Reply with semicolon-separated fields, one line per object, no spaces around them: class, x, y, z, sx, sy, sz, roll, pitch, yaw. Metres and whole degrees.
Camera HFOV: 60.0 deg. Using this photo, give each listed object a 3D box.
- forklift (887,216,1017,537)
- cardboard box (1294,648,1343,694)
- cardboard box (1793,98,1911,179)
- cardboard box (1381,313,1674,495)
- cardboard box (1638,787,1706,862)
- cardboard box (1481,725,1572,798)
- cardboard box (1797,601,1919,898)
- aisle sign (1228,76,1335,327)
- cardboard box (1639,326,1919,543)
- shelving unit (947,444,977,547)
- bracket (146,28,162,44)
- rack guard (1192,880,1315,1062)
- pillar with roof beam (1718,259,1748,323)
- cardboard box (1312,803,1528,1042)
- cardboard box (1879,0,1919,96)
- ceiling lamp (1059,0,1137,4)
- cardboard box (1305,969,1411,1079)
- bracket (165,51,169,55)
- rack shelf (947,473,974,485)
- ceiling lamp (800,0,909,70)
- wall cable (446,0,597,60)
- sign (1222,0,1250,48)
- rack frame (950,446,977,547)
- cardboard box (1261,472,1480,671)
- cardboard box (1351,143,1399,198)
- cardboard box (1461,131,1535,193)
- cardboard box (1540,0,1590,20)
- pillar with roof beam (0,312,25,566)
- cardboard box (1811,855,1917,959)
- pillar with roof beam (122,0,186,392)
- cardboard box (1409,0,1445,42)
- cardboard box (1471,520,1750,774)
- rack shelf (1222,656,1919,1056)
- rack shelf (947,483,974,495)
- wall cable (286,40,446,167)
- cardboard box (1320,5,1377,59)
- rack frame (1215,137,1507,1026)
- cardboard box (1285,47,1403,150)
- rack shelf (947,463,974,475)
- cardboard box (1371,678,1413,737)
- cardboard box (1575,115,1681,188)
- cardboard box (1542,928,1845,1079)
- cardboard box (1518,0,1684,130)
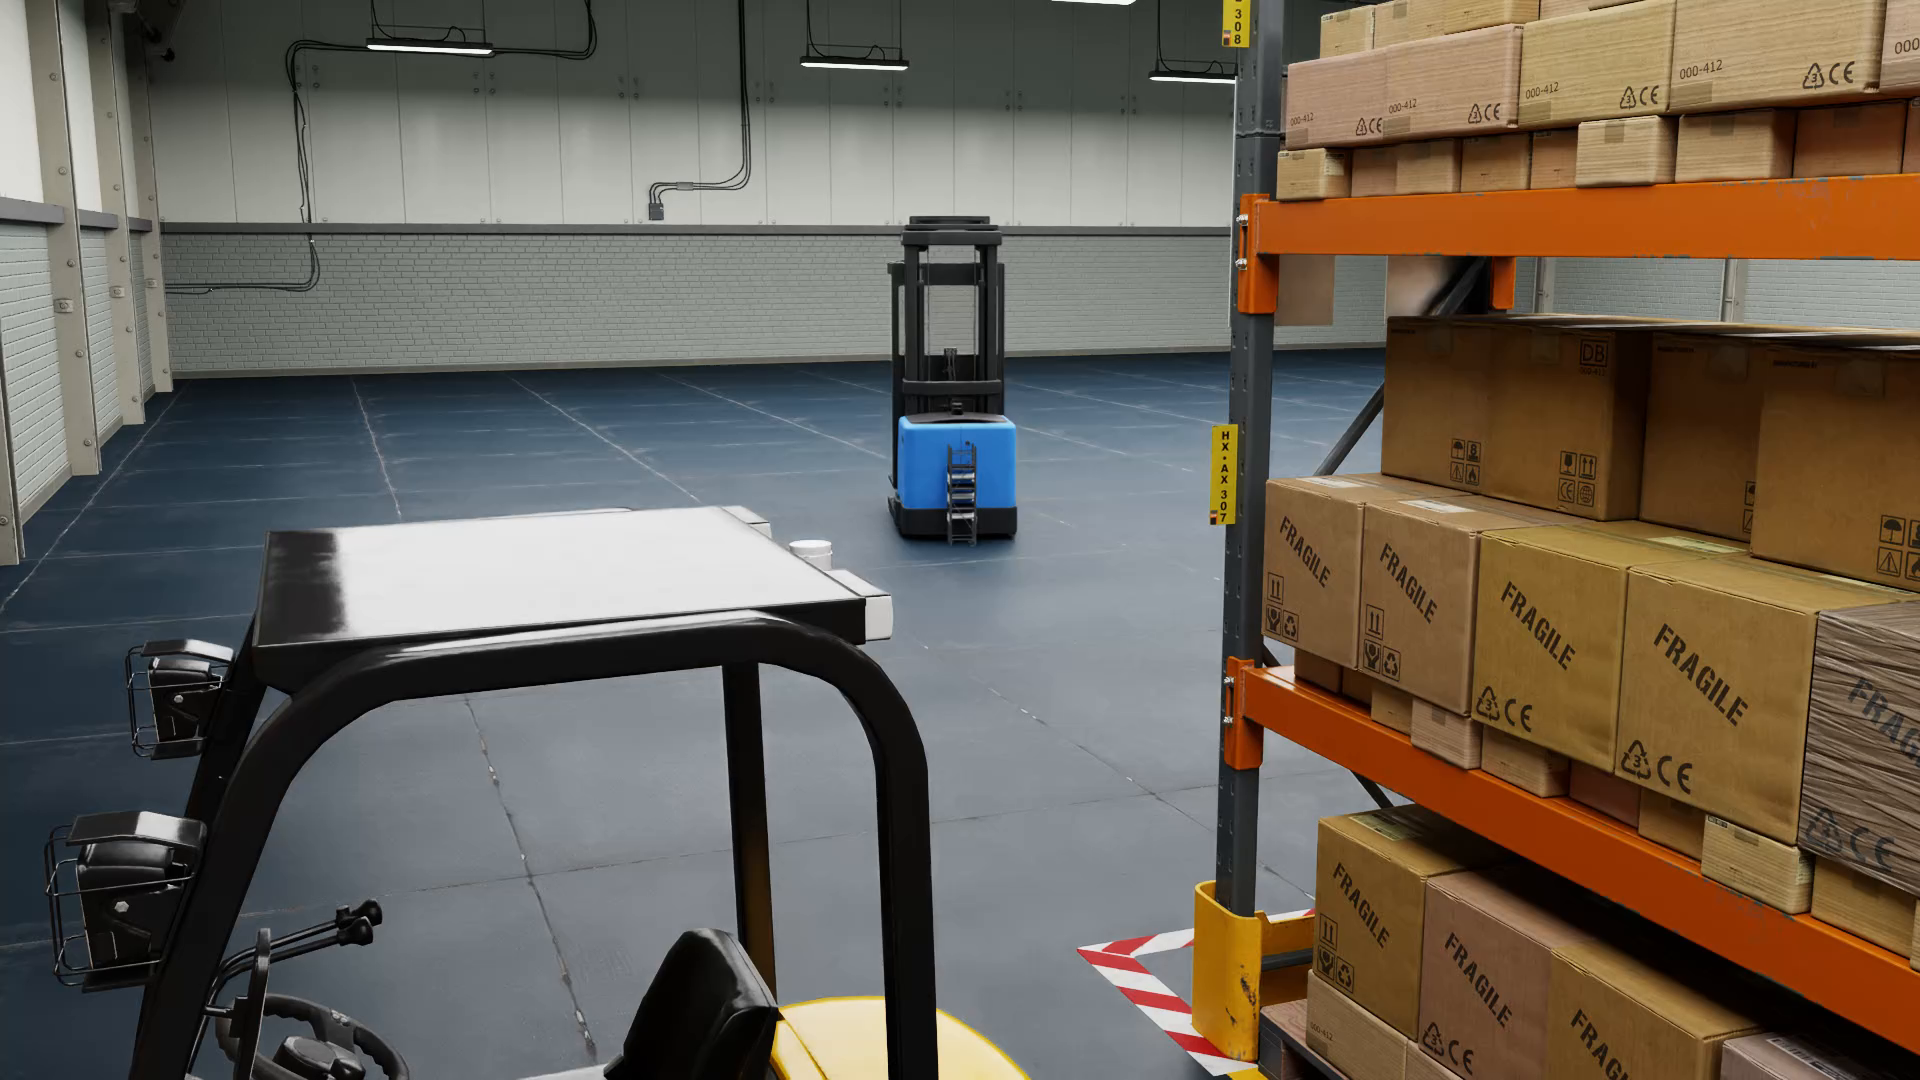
forklift;-0.139;-1.687;16.362;1.130;2.935;3.031;-1;10;-6
cardboard box;1.296;0.372;5.308;0.380;0.149;0.250;-4;11;-21
cardboard box;1.945;-0.811;3.394;0.380;0.149;0.250;-4;11;-21
cardboard box;1.754;-0.438;5.158;0.700;0.500;0.500;-4;11;-22
cardboard box;1.815;0.630;3.861;0.380;0.149;0.250;-4;11;-22
cardboard box;1.595;0.546;4.334;0.380;0.149;0.250;-4;11;-19
cardboard box;2.037;0.413;3.230;0.500;0.500;0.500;-4;11;-19
aisle sign;1.054;-1.090;5.390;0.394;0.787;0.004;-4;11;-21
cardboard box;2.211;-0.278;4.260;0.700;0.500;0.500;-4;11;-22
shelving unit;0.018;-0.404;14.949;0.258;0.900;0.210;-1;10;-6
bracket;-14.237;-8.911;29.371;0.235;0.232;0.430;-4;11;-21
rack guard;1.393;1.423;5.821;1.175;0.500;0.348;-4;11;-21
pillar with roof beam;12.802;-7.930;34.137;9.100;9.000;0.548;-4;11;-21
cardboard box;1.409;1.111;4.950;0.500;0.500;0.500;-4;11;-23
cardboard box;2.049;-0.938;2.971;0.500;0.250;0.500;-4;11;-22
ceiling lamp;1.298;-8.710;21.855;2.000;3.185;0.800;-4;11;-21
cardboard box;1.400;1.476;5.037;0.500;0.250;0.500;-4;11;-21
bracket;-15.183;-9.337;31.765;0.076;0.066;3.189;-4;11;-21
rack shelf;0.018;-0.548;14.924;0.258;0.077;0.200;-1;10;-6
ceiling lamp;-2.004;-10.197;30.214;2.000;3.185;0.800;-4;11;-21
wall cable;-9.148;-11.314;34.616;3.097;2.526;0.112;-4;11;-21
sign;0.860;-1.692;5.139;0.100;0.325;0.005;-4;11;-21
rack frame;0.028;-0.386;14.850;0.240;0.900;0.006;-1;10;-6
cardboard box;1.279;0.079;5.103;0.500;0.500;0.500;-4;11;-22
cardboard box;1.362;-1.061;4.802;0.380;0.149;0.250;-4;11;-23
cardboard box;1.538;-0.977;4.328;0.380;0.149;0.250;-4;11;-21
cardboard box;1.644;-1.330;4.035;0.380;0.149;0.250;-4;11;-21
pillar with roof beam;-4.183;-4.519;14.959;9.100;9.000;0.400;-4;11;-21
cardboard box;1.978;0.714;3.386;0.380;0.149;0.250;-4;11;-22
pillar with roof beam;-10.706;-7.457;31.476;9.100;9.000;0.548;-4;11;-21
cardboard box;1.444;-1.410;4.485;0.380;0.149;0.250;-4;11;-21
cardboard box;1.655;0.247;4.162;0.500;0.500;0.500;-4;11;-22
rack shelf;2.090;0.861;3.899;1.077;0.370;4.000;-4;11;-21
rack shelf;0.018;-0.459;14.939;0.258;0.077;0.200;-1;10;-6
wall cable;-12.032;-8.878;33.910;3.097;2.526;0.112;-4;11;-21
cardboard box;1.304;-1.495;4.962;0.380;0.149;0.250;-4;11;-21
rack frame;1.366;0.180;5.672;1.000;3.000;0.127;-4;11;-21
cardboard box;1.299;-1.270;4.840;0.500;0.250;0.500;-4;11;-22
rack shelf;0.018;-0.637;14.908;0.258;0.077;0.200;-1;10;-6
cardboard box;1.421;0.461;4.809;0.380;0.149;0.250;-4;11;-23
cardboard box;1.655;-0.888;3.827;0.380;0.149;0.250;-4;11;-20
cardboard box;1.777;1.279;4.008;0.500;0.500;0.500;-4;11;-20
cardboard box;1.683;-1.105;3.909;0.500;0.250;0.500;-4;11;-19
